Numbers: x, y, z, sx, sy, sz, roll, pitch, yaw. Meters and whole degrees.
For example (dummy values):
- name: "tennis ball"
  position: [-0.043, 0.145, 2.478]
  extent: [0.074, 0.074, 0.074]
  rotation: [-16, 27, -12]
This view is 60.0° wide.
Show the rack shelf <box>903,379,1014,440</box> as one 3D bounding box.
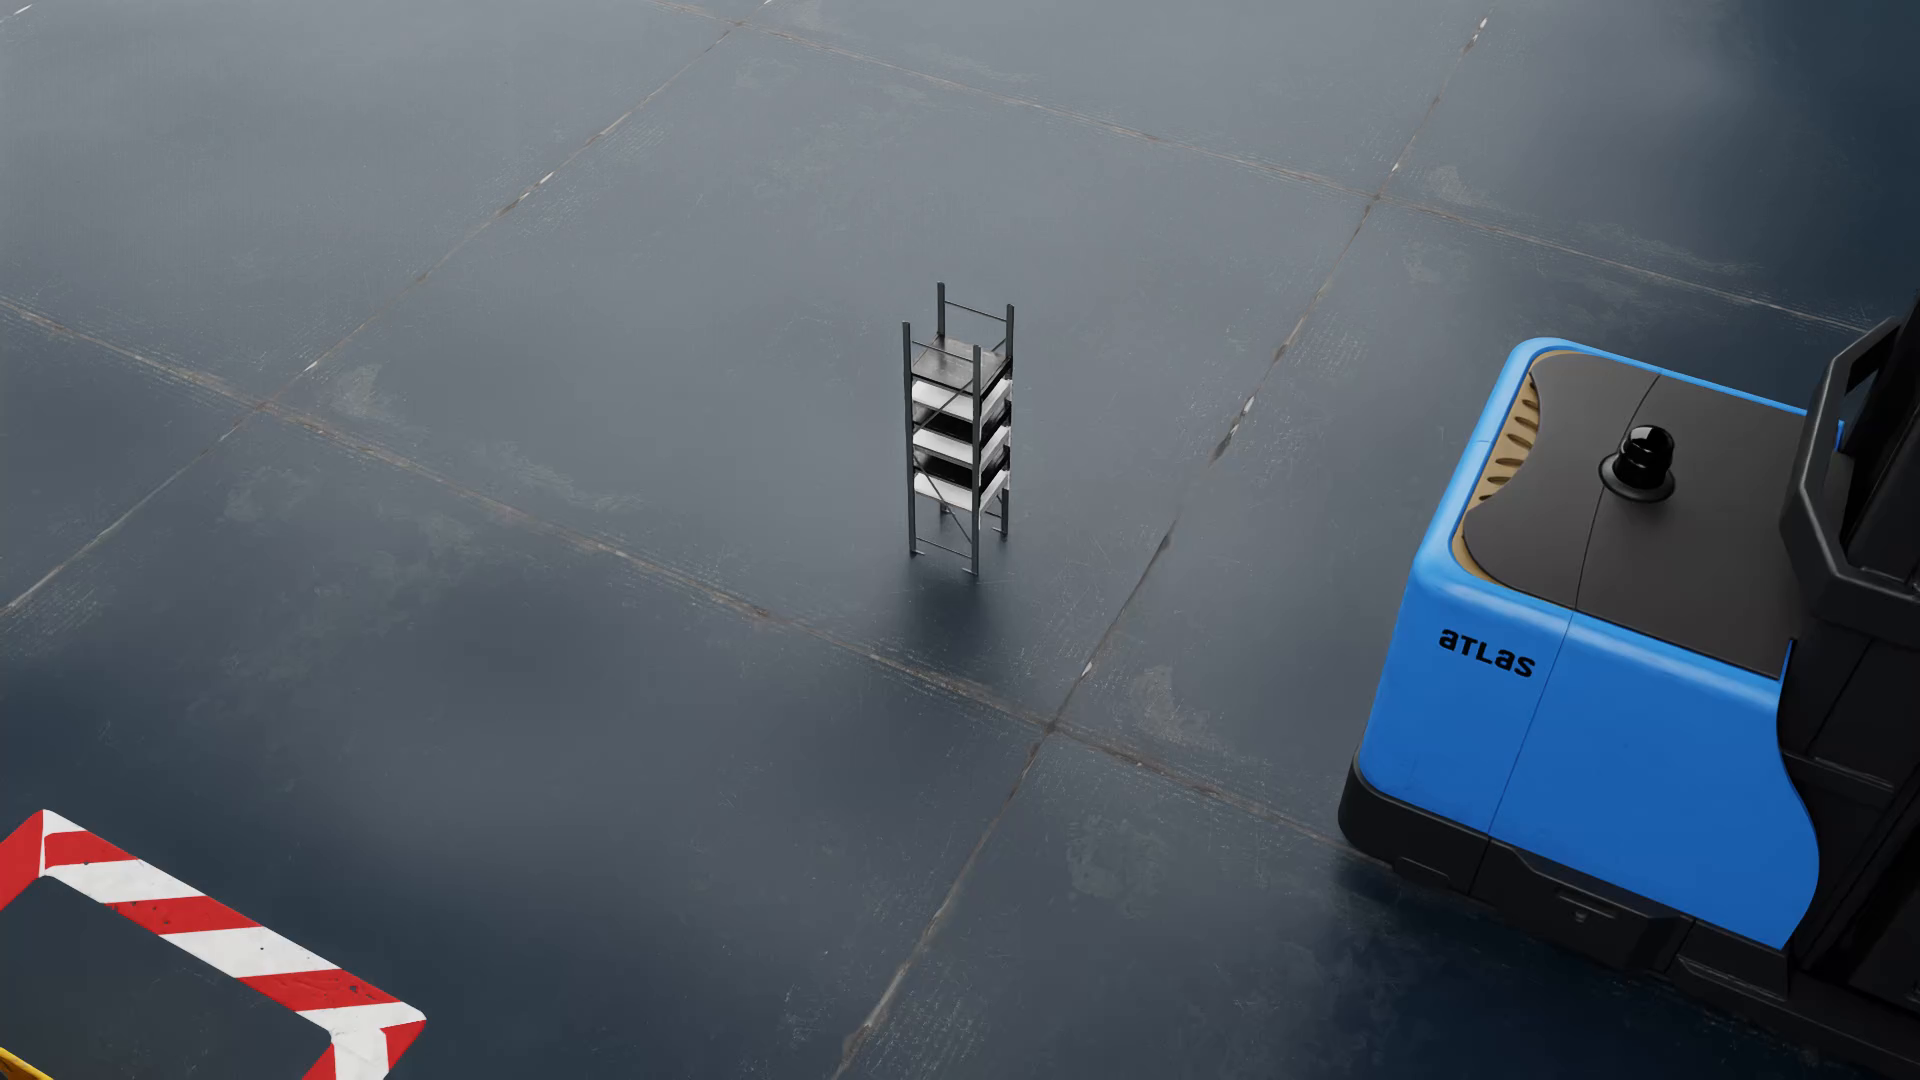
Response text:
- name: "rack shelf"
  position: [-0.004, -0.414, 4.821]
  extent: [0.258, 0.077, 0.200]
  rotation: [20, 49, 19]

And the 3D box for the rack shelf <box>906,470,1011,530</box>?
- name: "rack shelf"
  position: [-0.004, -0.161, 5.077]
  extent: [0.258, 0.077, 0.200]
  rotation: [20, 49, 19]

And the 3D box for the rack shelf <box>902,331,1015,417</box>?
- name: "rack shelf"
  position: [-0.004, -0.478, 4.757]
  extent: [0.258, 0.077, 0.200]
  rotation: [20, 49, 19]

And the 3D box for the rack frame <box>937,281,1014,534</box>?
- name: "rack frame"
  position: [0.043, -0.375, 4.988]
  extent: [0.240, 0.900, 0.006]
  rotation: [20, 49, 19]

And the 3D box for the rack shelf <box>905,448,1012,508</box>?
- name: "rack shelf"
  position: [-0.004, -0.225, 5.013]
  extent: [0.258, 0.077, 0.200]
  rotation: [20, 49, 19]

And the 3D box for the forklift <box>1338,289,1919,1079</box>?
- name: "forklift"
  position: [2.549, -0.027, 3.216]
  extent: [3.031, 2.935, 1.130]
  rotation: [21, 49, 19]

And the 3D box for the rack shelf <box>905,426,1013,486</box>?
- name: "rack shelf"
  position: [-0.004, -0.288, 4.949]
  extent: [0.258, 0.077, 0.200]
  rotation: [20, 49, 19]

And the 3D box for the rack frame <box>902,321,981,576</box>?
- name: "rack frame"
  position: [-0.051, -0.247, 4.862]
  extent: [0.240, 0.900, 0.006]
  rotation: [20, 49, 19]

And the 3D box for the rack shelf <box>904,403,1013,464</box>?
- name: "rack shelf"
  position: [-0.004, -0.351, 4.885]
  extent: [0.258, 0.077, 0.200]
  rotation: [20, 49, 19]

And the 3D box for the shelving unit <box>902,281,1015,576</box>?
- name: "shelving unit"
  position: [-0.004, -0.311, 4.925]
  extent: [0.258, 0.900, 0.210]
  rotation: [20, 49, 19]
